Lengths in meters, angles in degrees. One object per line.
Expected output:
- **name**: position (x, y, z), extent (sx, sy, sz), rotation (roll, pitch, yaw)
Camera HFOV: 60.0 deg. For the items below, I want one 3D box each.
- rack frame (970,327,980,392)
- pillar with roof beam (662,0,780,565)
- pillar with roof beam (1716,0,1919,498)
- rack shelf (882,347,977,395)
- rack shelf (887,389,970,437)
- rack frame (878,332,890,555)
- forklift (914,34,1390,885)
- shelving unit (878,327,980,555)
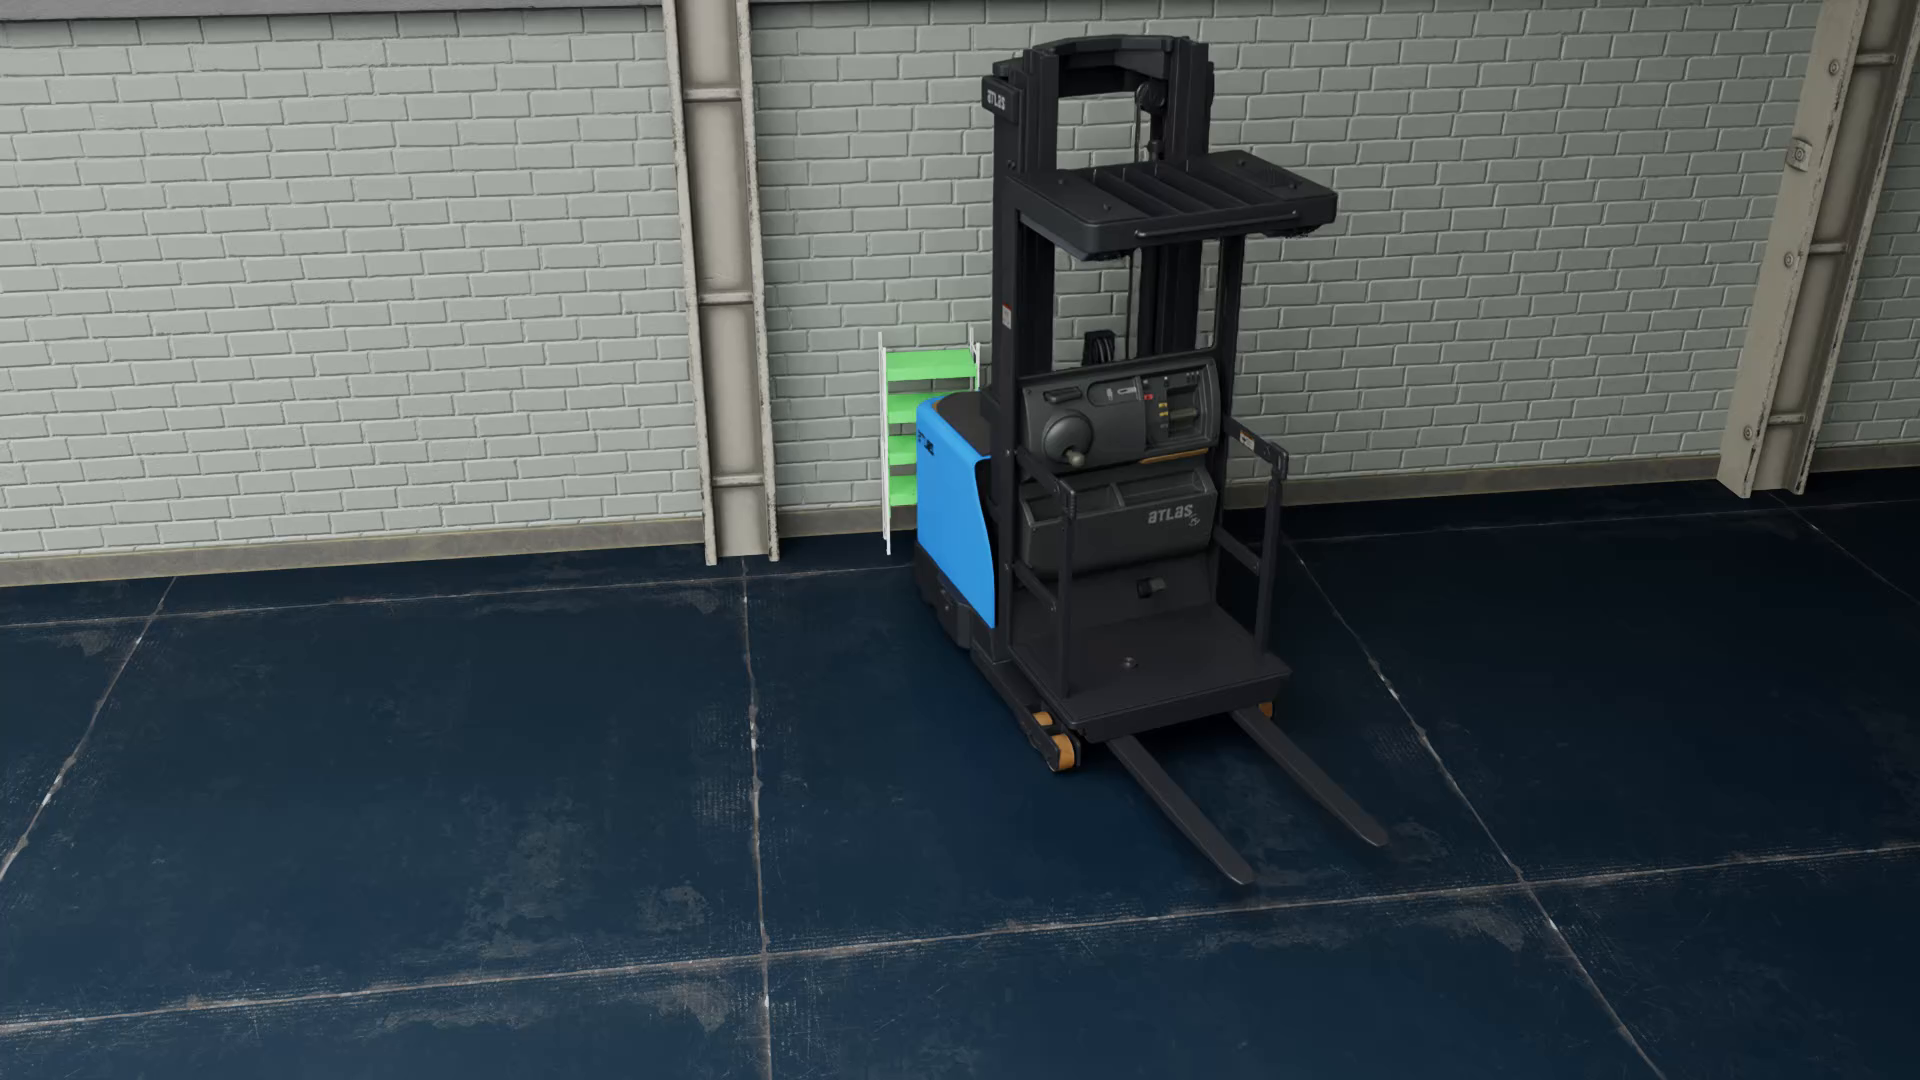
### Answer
- **rack frame**: position (0.078, -0.539, 8.986), extent (0.015, 1.200, 0.240), rotation (-4, 27, -7)
- **pillar with roof beam**: position (-0.595, -2.003, 3.296), extent (0.400, 9.000, 9.100), rotation (-4, 27, -7)
- **pillar with roof beam**: position (5.346, -2.384, 4.040), extent (0.400, 9.000, 9.100), rotation (-4, 27, -7)
- **rack shelf**: position (-0.164, -0.893, 8.766), extent (0.480, 0.148, 0.258), rotation (-4, 27, -7)
- **rack shelf**: position (-0.164, -0.680, 8.875), extent (0.480, 0.148, 0.258), rotation (-4, 27, -7)
- **rack frame**: position (-0.406, -0.508, 8.925), extent (0.015, 1.200, 0.240), rotation (-4, 27, -7)
- **forklift**: position (0.791, -0.510, 7.033), extent (1.130, 2.935, 3.031), rotation (-11, 29, -20)
- **shelving unit**: position (-0.164, -0.523, 8.956), extent (0.503, 1.200, 0.258), rotation (-4, 27, -7)
